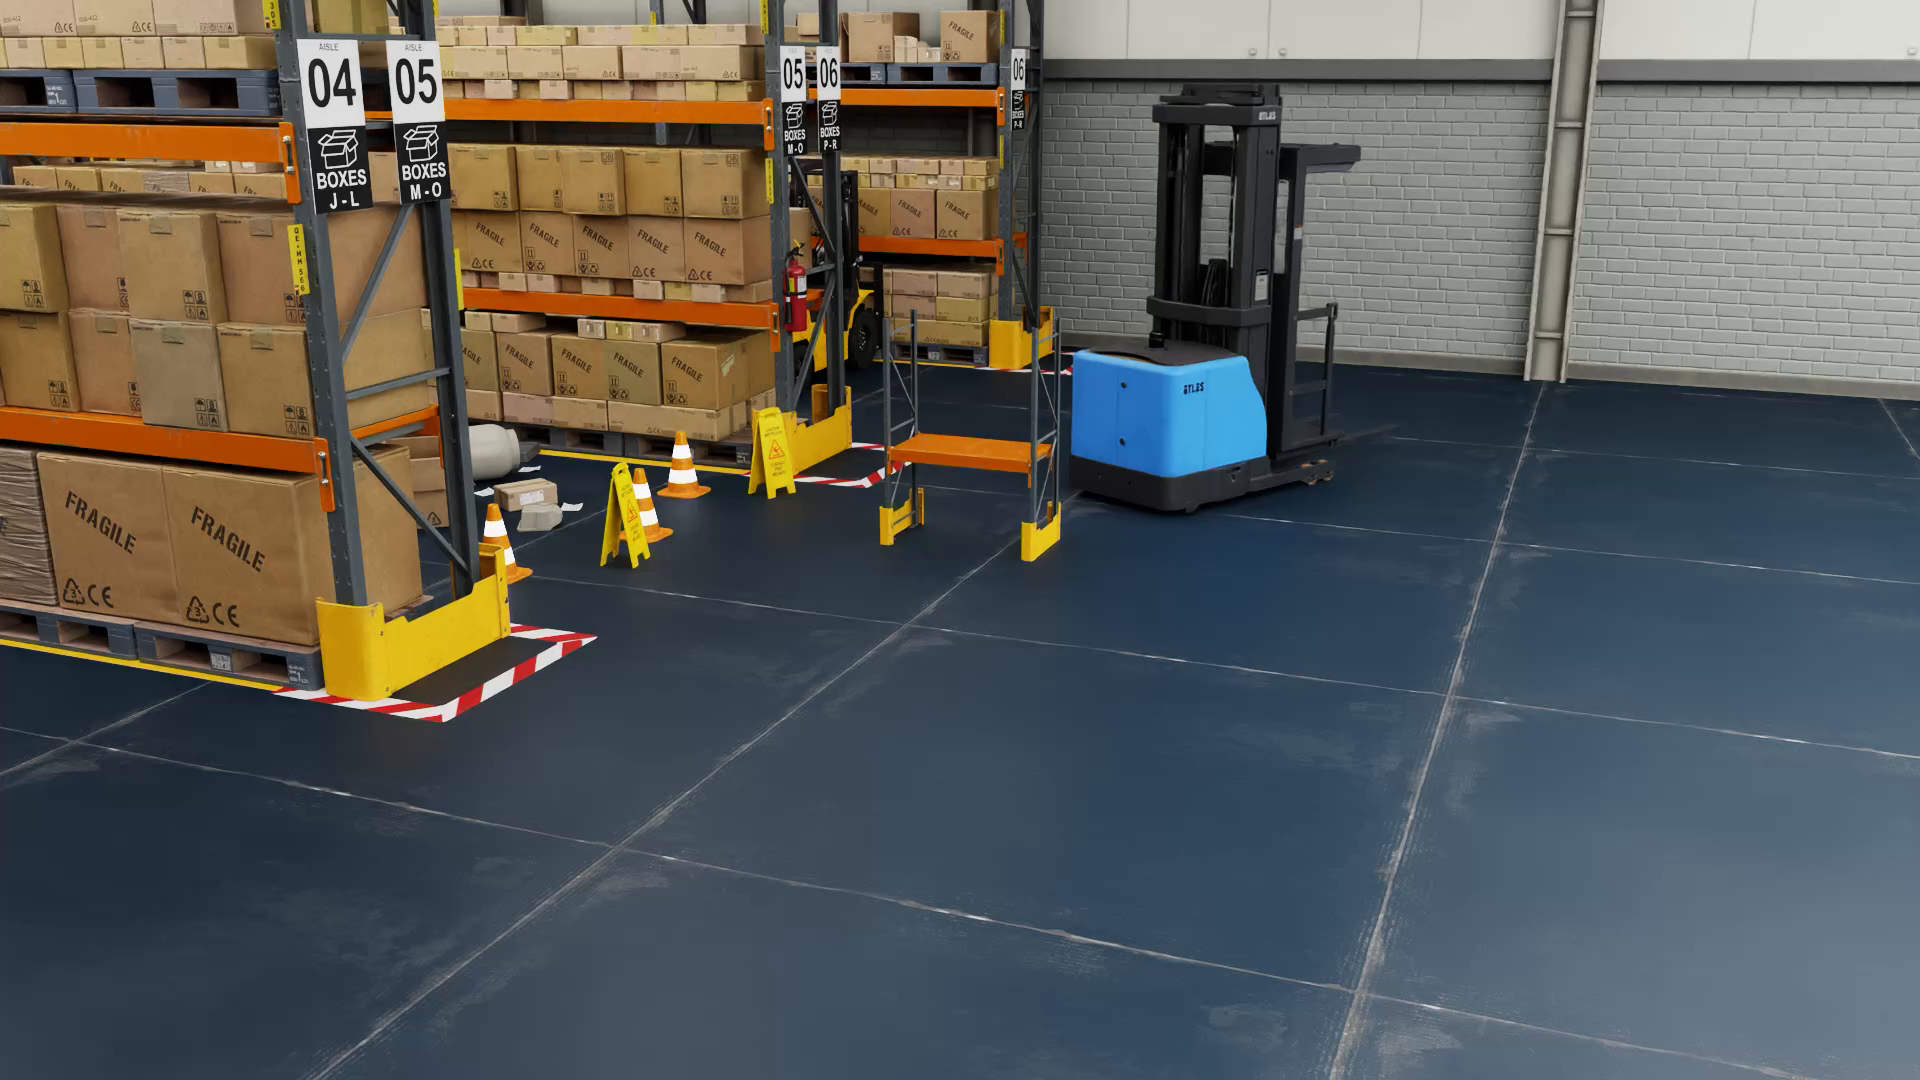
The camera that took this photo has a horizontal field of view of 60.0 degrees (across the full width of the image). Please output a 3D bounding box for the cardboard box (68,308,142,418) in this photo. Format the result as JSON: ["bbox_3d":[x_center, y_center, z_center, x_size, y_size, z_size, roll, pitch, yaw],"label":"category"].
[{"bbox_3d":[-4.262,-1.031,9.075,0.550,0.550,0.875,6,17,21],"label":"cardboard box"}]

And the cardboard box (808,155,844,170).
[{"bbox_3d":[-1.433,-4.044,17.846,0.250,0.149,0.380,6,17,21],"label":"cardboard box"}]

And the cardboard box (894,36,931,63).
[{"bbox_3d":[-0.484,-5.031,17.053,0.258,0.266,0.396,6,17,21],"label":"cardboard box"}]

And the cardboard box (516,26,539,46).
[{"bbox_3d":[-3.255,-3.944,13.018,0.250,0.149,0.380,7,17,22],"label":"cardboard box"}]

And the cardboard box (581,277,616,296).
[{"bbox_3d":[-2.826,-2.061,13.343,0.250,0.149,0.380,6,17,20],"label":"cardboard box"}]

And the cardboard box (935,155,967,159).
[{"bbox_3d":[-0.082,-4.025,17.781,0.250,0.149,0.380,7,17,22],"label":"cardboard box"}]

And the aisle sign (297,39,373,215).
[{"bbox_3d":[-2.950,-1.955,7.866,0.004,0.787,0.394,6,17,21],"label":"aisle sign"}]

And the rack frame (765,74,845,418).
[{"bbox_3d":[-1.184,-2.086,12.979,0.127,3.000,1.000,6,17,21],"label":"rack frame"}]

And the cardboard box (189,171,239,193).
[{"bbox_3d":[-6.358,-2.980,14.593,0.500,0.500,0.500,7,18,23],"label":"cardboard box"}]

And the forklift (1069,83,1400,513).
[{"bbox_3d":[2.244,-1.918,12.522,3.031,2.935,1.130,-14,21,-39],"label":"forklift"}]

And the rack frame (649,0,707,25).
[{"bbox_3d":[-3.087,-6.664,17.988,0.127,3.000,1.000,6,17,21],"label":"rack frame"}]

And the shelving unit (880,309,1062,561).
[{"bbox_3d":[0.071,-0.712,10.938,1.083,1.500,0.587,6,17,21],"label":"shelving unit"}]

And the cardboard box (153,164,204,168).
[{"bbox_3d":[-7.146,-3.221,15.423,0.500,0.500,0.500,5,17,17],"label":"cardboard box"}]

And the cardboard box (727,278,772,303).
[{"bbox_3d":[-1.610,-1.948,12.955,0.250,0.149,0.380,7,18,22],"label":"cardboard box"}]

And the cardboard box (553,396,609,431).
[{"bbox_3d":[-3.002,-1.087,13.718,0.500,0.250,0.500,6,17,19],"label":"cardboard box"}]

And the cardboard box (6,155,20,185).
[{"bbox_3d":[-9.203,-3.418,15.593,0.500,0.500,0.500,6,17,19],"label":"cardboard box"}]

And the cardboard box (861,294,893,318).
[{"bbox_3d":[-0.884,-2.565,17.912,0.500,0.250,0.500,6,17,19],"label":"cardboard box"}]

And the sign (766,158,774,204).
[{"bbox_3d":[-1.406,-2.652,12.285,0.005,0.325,0.100,6,17,21],"label":"sign"}]

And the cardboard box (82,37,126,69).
[{"bbox_3d":[-4.048,-2.386,8.149,0.250,0.149,0.380,6,17,21],"label":"cardboard box"}]

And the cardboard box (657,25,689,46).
[{"bbox_3d":[-2.077,-3.805,12.539,0.250,0.149,0.380,6,17,20],"label":"cardboard box"}]

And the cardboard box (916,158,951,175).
[{"bbox_3d":[-0.271,-3.895,17.334,0.250,0.149,0.380,7,17,22],"label":"cardboard box"}]

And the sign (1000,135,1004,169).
[{"bbox_3d":[0.422,-3.904,16.741,0.005,0.325,0.100,6,17,21],"label":"sign"}]

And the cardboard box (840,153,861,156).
[{"bbox_3d":[-1.276,-4.158,18.239,0.250,0.149,0.380,7,18,22],"label":"cardboard box"}]

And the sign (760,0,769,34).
[{"bbox_3d":[-1.406,-3.810,11.949,0.005,0.325,0.100,6,17,21],"label":"sign"}]

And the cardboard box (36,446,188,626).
[{"bbox_3d":[-4.380,-0.115,9.247,0.875,0.875,0.875,6,17,20],"label":"cardboard box"}]

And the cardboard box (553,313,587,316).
[{"bbox_3d":[-4.296,-2.976,19.551,0.625,0.625,0.875,6,17,20],"label":"cardboard box"}]

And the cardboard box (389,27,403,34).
[{"bbox_3d":[-4.479,-4.062,13.426,0.250,0.149,0.380,7,18,22],"label":"cardboard box"}]

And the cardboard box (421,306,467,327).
[{"bbox_3d":[-4.361,-1.889,13.972,0.250,0.149,0.380,7,17,21],"label":"cardboard box"}]

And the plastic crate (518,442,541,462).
[{"bbox_3d":[-3.745,-0.720,13.510,0.583,0.080,0.402,0,16,1],"label":"plastic crate"}]

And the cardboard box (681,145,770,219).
[{"bbox_3d":[-1.739,-2.753,12.769,0.500,0.500,0.700,6,17,19],"label":"cardboard box"}]

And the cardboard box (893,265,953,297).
[{"bbox_3d":[-0.386,-2.752,17.659,0.500,0.250,0.500,7,17,22],"label":"cardboard box"}]

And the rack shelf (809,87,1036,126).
[{"bbox_3d":[-1.226,-4.674,17.802,4.000,0.370,1.077,6,17,21],"label":"rack shelf"}]

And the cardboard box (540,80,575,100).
[{"bbox_3d":[-3.063,-3.516,12.973,0.250,0.149,0.380,6,17,20],"label":"cardboard box"}]

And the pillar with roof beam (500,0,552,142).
[{"bbox_3d":[-6.844,-6.057,15.897,0.400,9.000,9.100,6,17,21],"label":"pillar with roof beam"}]

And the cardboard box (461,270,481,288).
[{"bbox_3d":[-4.000,-2.193,13.799,0.250,0.149,0.380,7,18,22],"label":"cardboard box"}]

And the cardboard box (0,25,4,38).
[{"bbox_3d":[-4.864,-2.685,8.466,0.500,0.250,0.500,6,17,21],"label":"cardboard box"}]

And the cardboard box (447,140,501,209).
[{"bbox_3d":[-4.108,-3.007,13.646,0.500,0.500,0.700,6,17,21],"label":"cardboard box"}]

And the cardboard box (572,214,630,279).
[{"bbox_3d":[-2.718,-2.366,13.229,0.500,0.500,0.500,6,17,20],"label":"cardboard box"}]

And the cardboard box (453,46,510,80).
[{"bbox_3d":[-3.651,-3.786,13.189,0.500,0.250,0.500,6,17,21],"label":"cardboard box"}]

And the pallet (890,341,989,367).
[{"bbox_3d":[-0.093,-2.102,18.036,1.213,0.211,1.003,6,17,21],"label":"pallet"}]

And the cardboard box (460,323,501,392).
[{"bbox_3d":[-3.953,-1.555,13.982,0.500,0.500,0.500,7,18,23],"label":"cardboard box"}]

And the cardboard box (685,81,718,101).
[{"bbox_3d":[-1.862,-3.387,12.530,0.250,0.149,0.380,6,17,21],"label":"cardboard box"}]

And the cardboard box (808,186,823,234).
[{"bbox_3d":[-1.348,-3.561,17.879,0.500,0.500,0.500,6,17,21],"label":"cardboard box"}]

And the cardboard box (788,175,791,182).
[{"bbox_3d":[-1.707,-3.903,17.896,0.250,0.149,0.380,6,17,19],"label":"cardboard box"}]

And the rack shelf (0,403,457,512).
[{"bbox_3d":[-4.766,-0.651,9.327,4.000,0.370,1.077,6,17,21],"label":"rack shelf"}]

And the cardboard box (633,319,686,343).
[{"bbox_3d":[-2.391,-1.673,13.228,0.250,0.149,0.380,7,18,22],"label":"cardboard box"}]

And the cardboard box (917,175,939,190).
[{"bbox_3d":[-0.259,-3.757,17.392,0.250,0.149,0.380,7,17,22],"label":"cardboard box"}]

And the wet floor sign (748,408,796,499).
[{"bbox_3d":[-1.400,-0.659,12.285,0.232,0.644,0.267,14,21,40],"label":"wet floor sign"}]

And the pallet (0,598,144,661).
[{"bbox_3d":[-4.809,0.360,9.554,1.213,0.211,1.003,6,17,21],"label":"pallet"}]

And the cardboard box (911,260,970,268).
[{"bbox_3d":[-0.210,-2.884,18.112,0.500,0.250,0.500,6,17,21],"label":"cardboard box"}]

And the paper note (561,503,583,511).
[{"bbox_3d":[-2.793,-0.241,11.948,0.142,0.019,0.148,0,16,1],"label":"paper note"}]

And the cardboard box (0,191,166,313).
[{"bbox_3d":[-4.794,-1.576,9.016,0.500,0.550,0.875,6,17,21],"label":"cardboard box"}]

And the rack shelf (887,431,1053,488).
[{"bbox_3d":[0.079,-0.539,10.985,1.000,0.185,0.538,6,17,21],"label":"rack shelf"}]

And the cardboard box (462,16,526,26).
[{"bbox_3d":[-5.277,-5.689,18.898,0.500,0.500,0.500,7,17,22],"label":"cardboard box"}]

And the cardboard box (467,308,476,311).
[{"bbox_3d":[-4.256,-1.746,14.640,0.500,0.500,0.500,6,17,20],"label":"cardboard box"}]
